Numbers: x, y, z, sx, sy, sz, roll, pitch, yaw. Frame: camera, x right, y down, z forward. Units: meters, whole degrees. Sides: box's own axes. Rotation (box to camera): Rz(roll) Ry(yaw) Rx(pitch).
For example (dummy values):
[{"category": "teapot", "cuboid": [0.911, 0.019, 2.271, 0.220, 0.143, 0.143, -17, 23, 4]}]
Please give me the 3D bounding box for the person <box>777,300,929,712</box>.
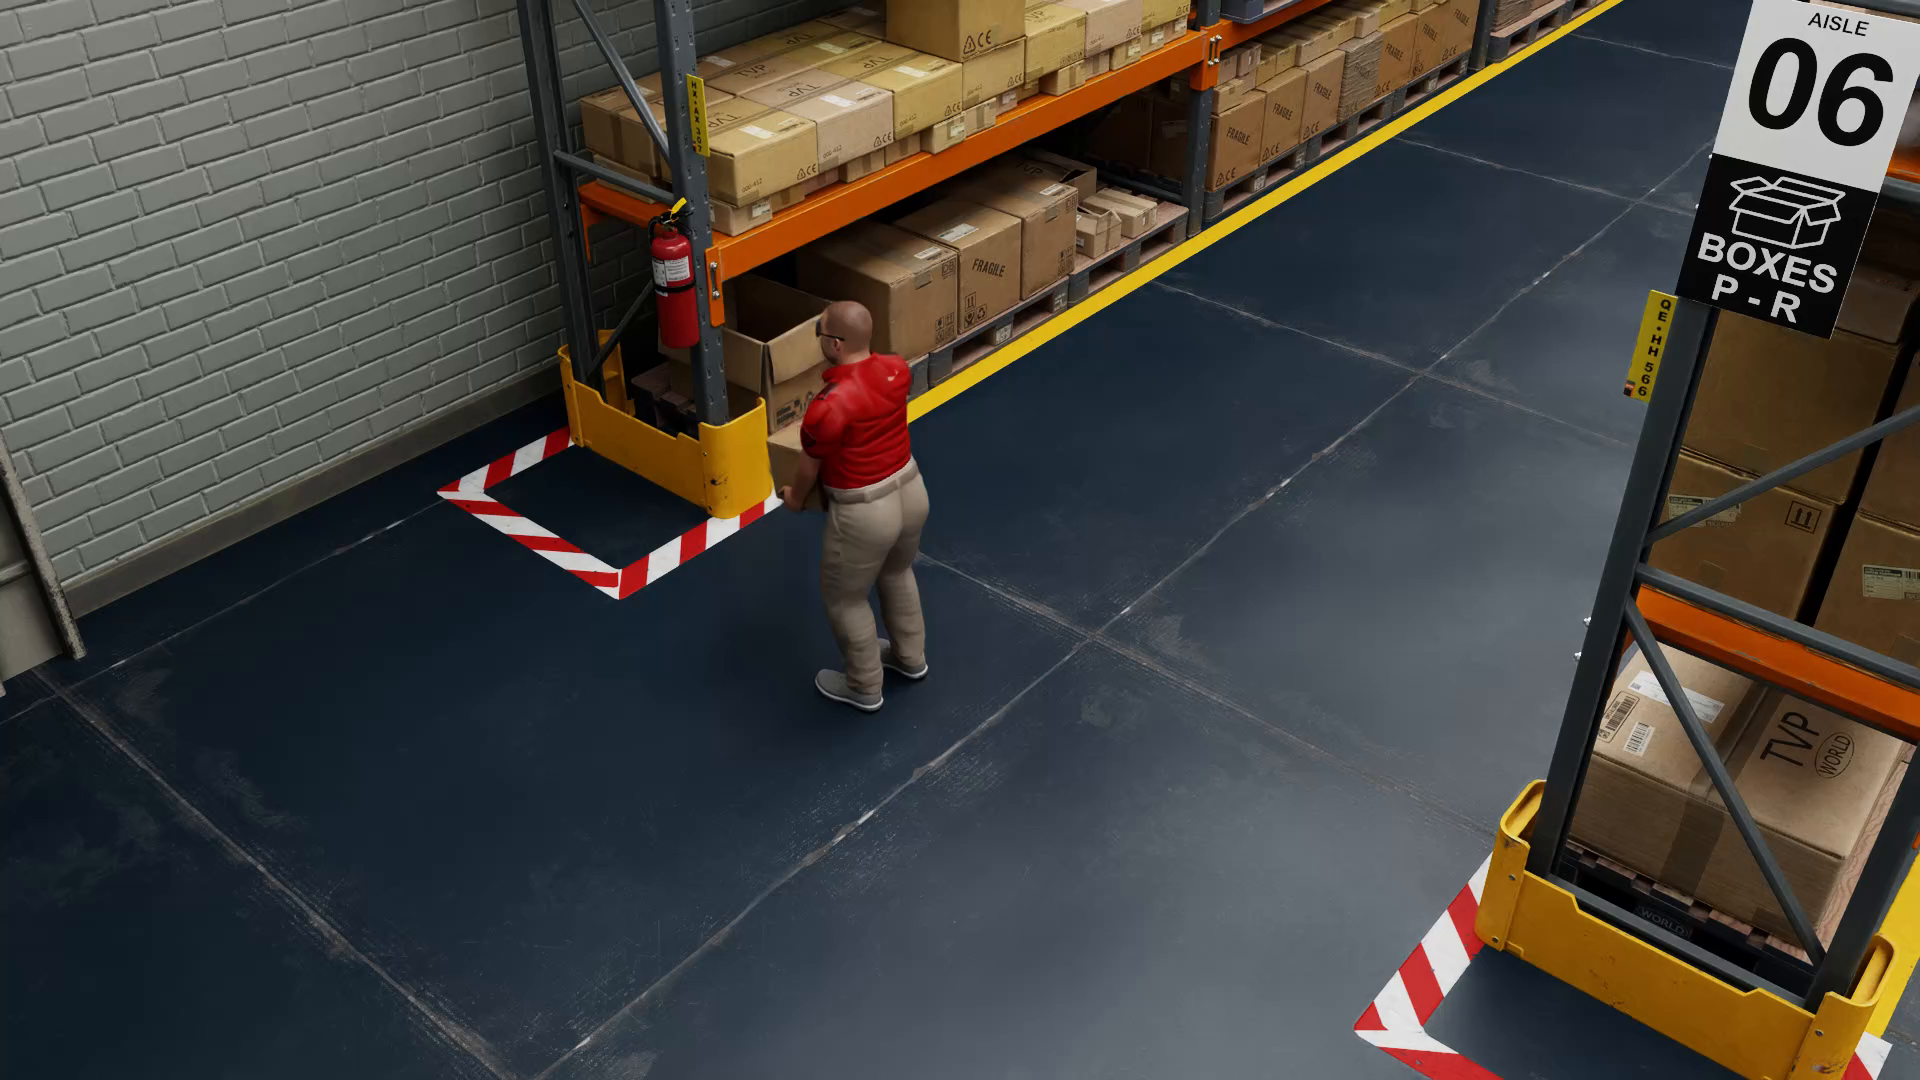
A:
[{"category": "person", "cuboid": [-0.419, -0.144, 6.378, 0.556, 1.723, 0.489, 25, 42, 31]}]
